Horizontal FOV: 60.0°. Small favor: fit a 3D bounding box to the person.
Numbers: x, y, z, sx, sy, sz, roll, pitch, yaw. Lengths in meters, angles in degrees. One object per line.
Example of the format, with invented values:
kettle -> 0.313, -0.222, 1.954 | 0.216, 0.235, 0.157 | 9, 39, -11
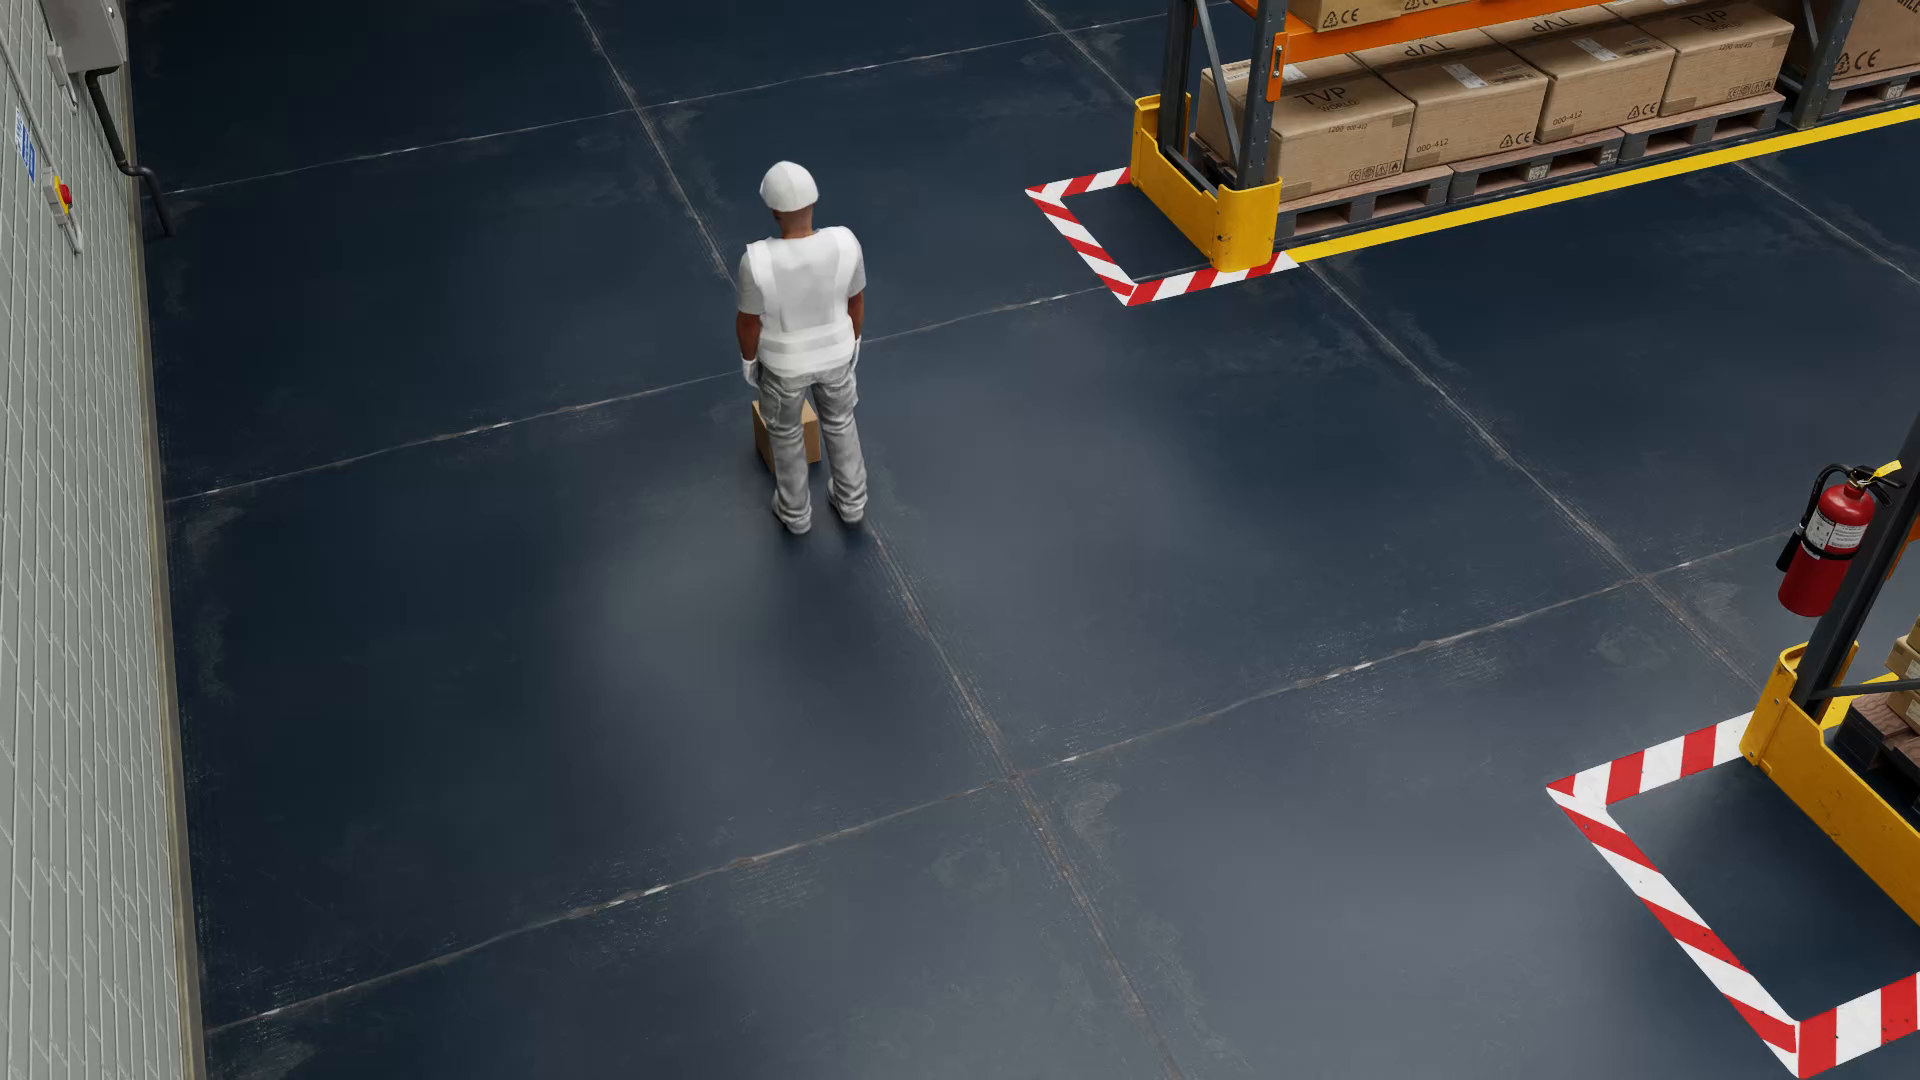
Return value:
person -> -0.661, -1.053, 6.801 | 0.540, 1.061, 0.349 | -14, 43, -16
